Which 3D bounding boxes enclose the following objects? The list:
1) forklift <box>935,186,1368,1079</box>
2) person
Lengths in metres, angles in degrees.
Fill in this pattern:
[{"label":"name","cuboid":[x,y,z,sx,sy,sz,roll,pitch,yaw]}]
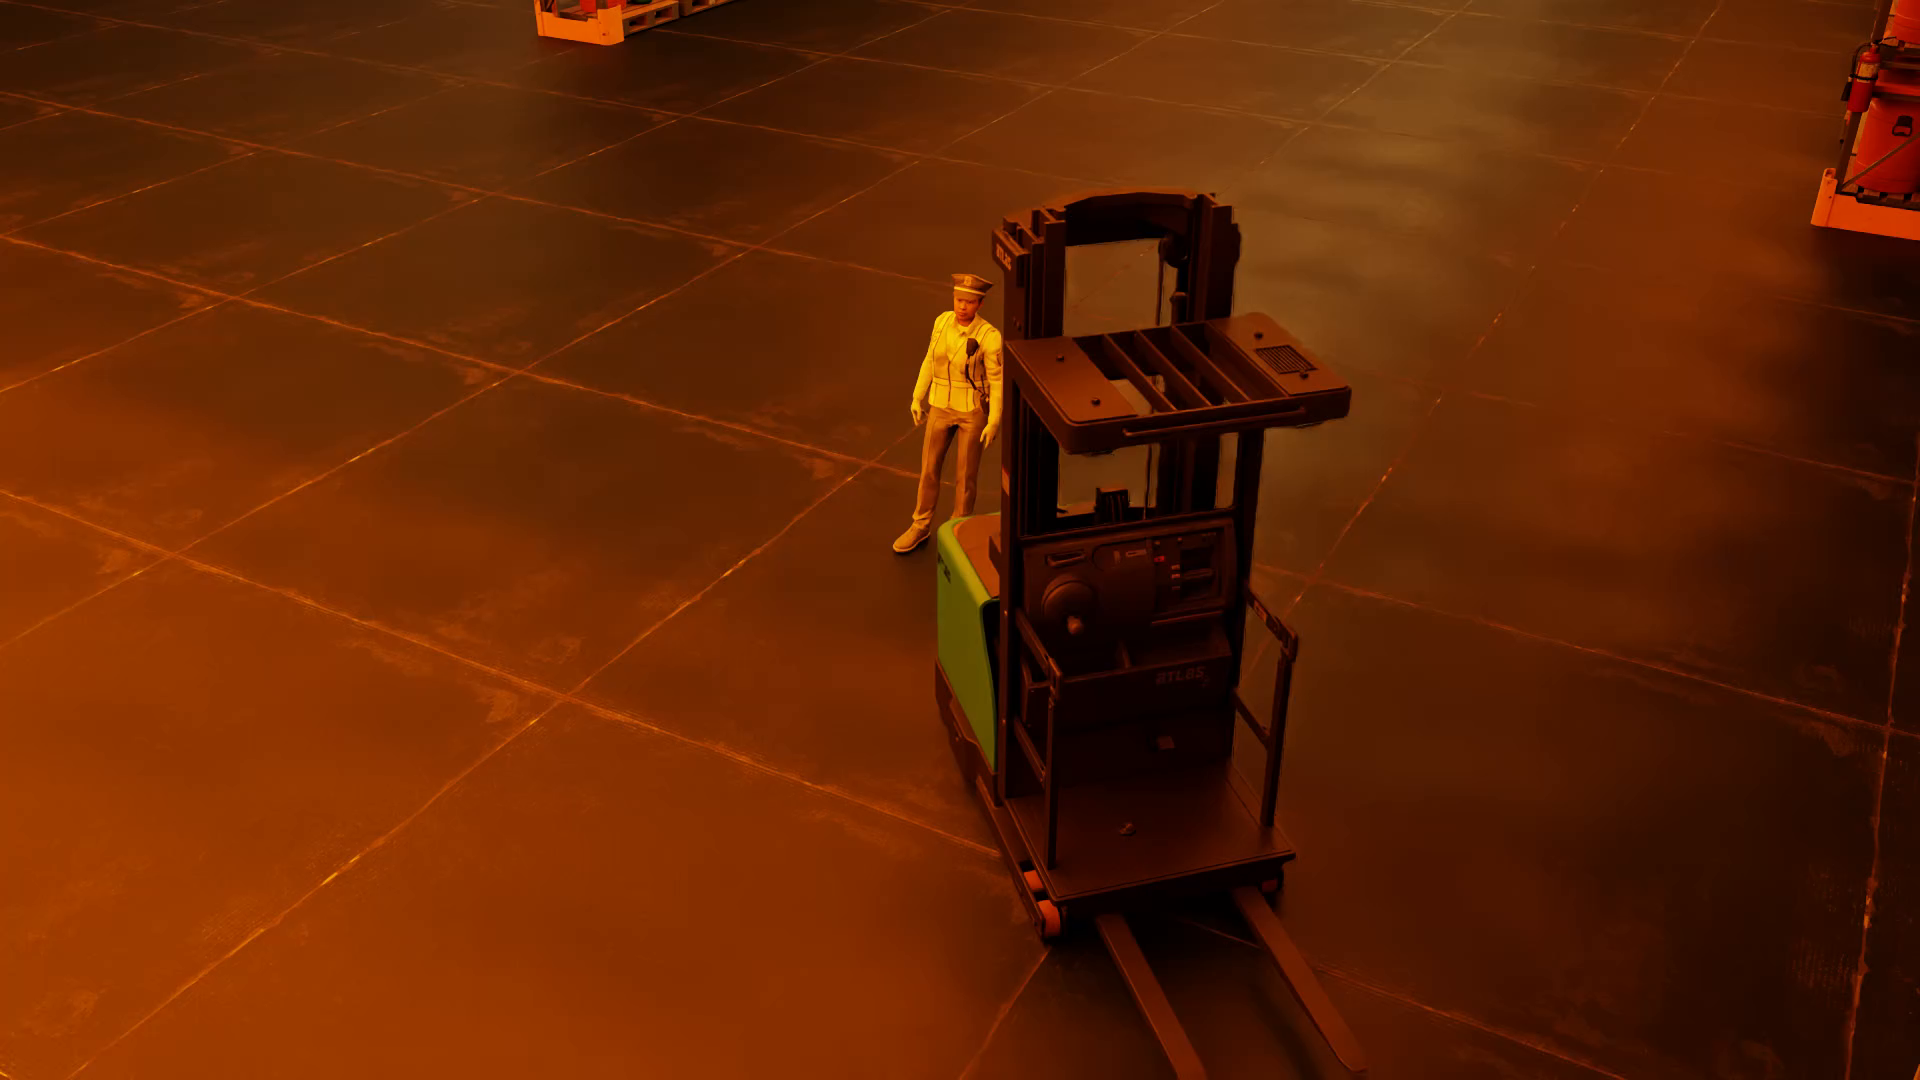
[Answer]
[{"label":"forklift","cuboid":[0.772,0.204,6.718,1.130,2.935,3.031,-8,31,-14]},{"label":"person","cuboid":[-0.039,-0.712,9.527,0.586,1.694,0.532,15,33,25]}]
